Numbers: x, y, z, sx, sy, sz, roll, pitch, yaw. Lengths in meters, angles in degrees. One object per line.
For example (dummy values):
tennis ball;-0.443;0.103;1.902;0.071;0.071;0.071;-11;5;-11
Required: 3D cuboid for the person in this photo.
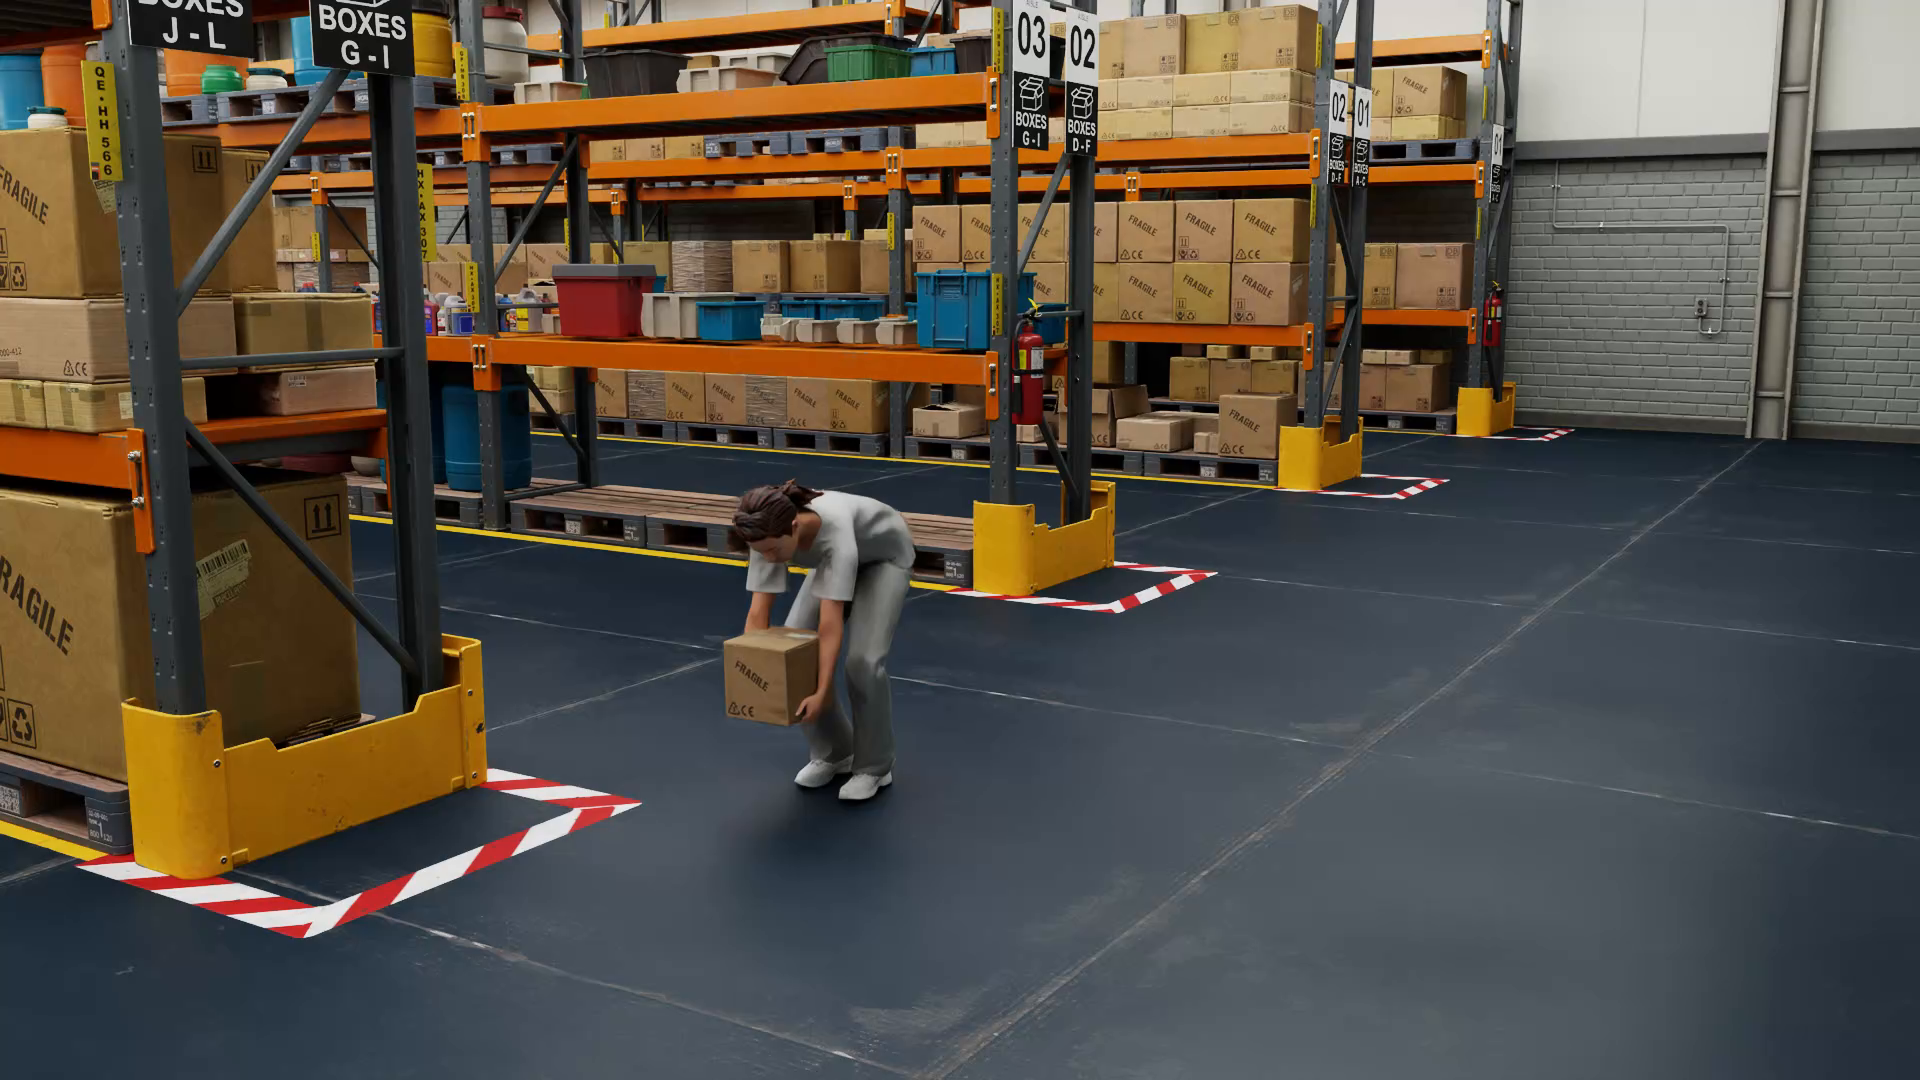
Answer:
person;-0.471;0.327;5.591;0.439;1.129;0.854;5;11;28
